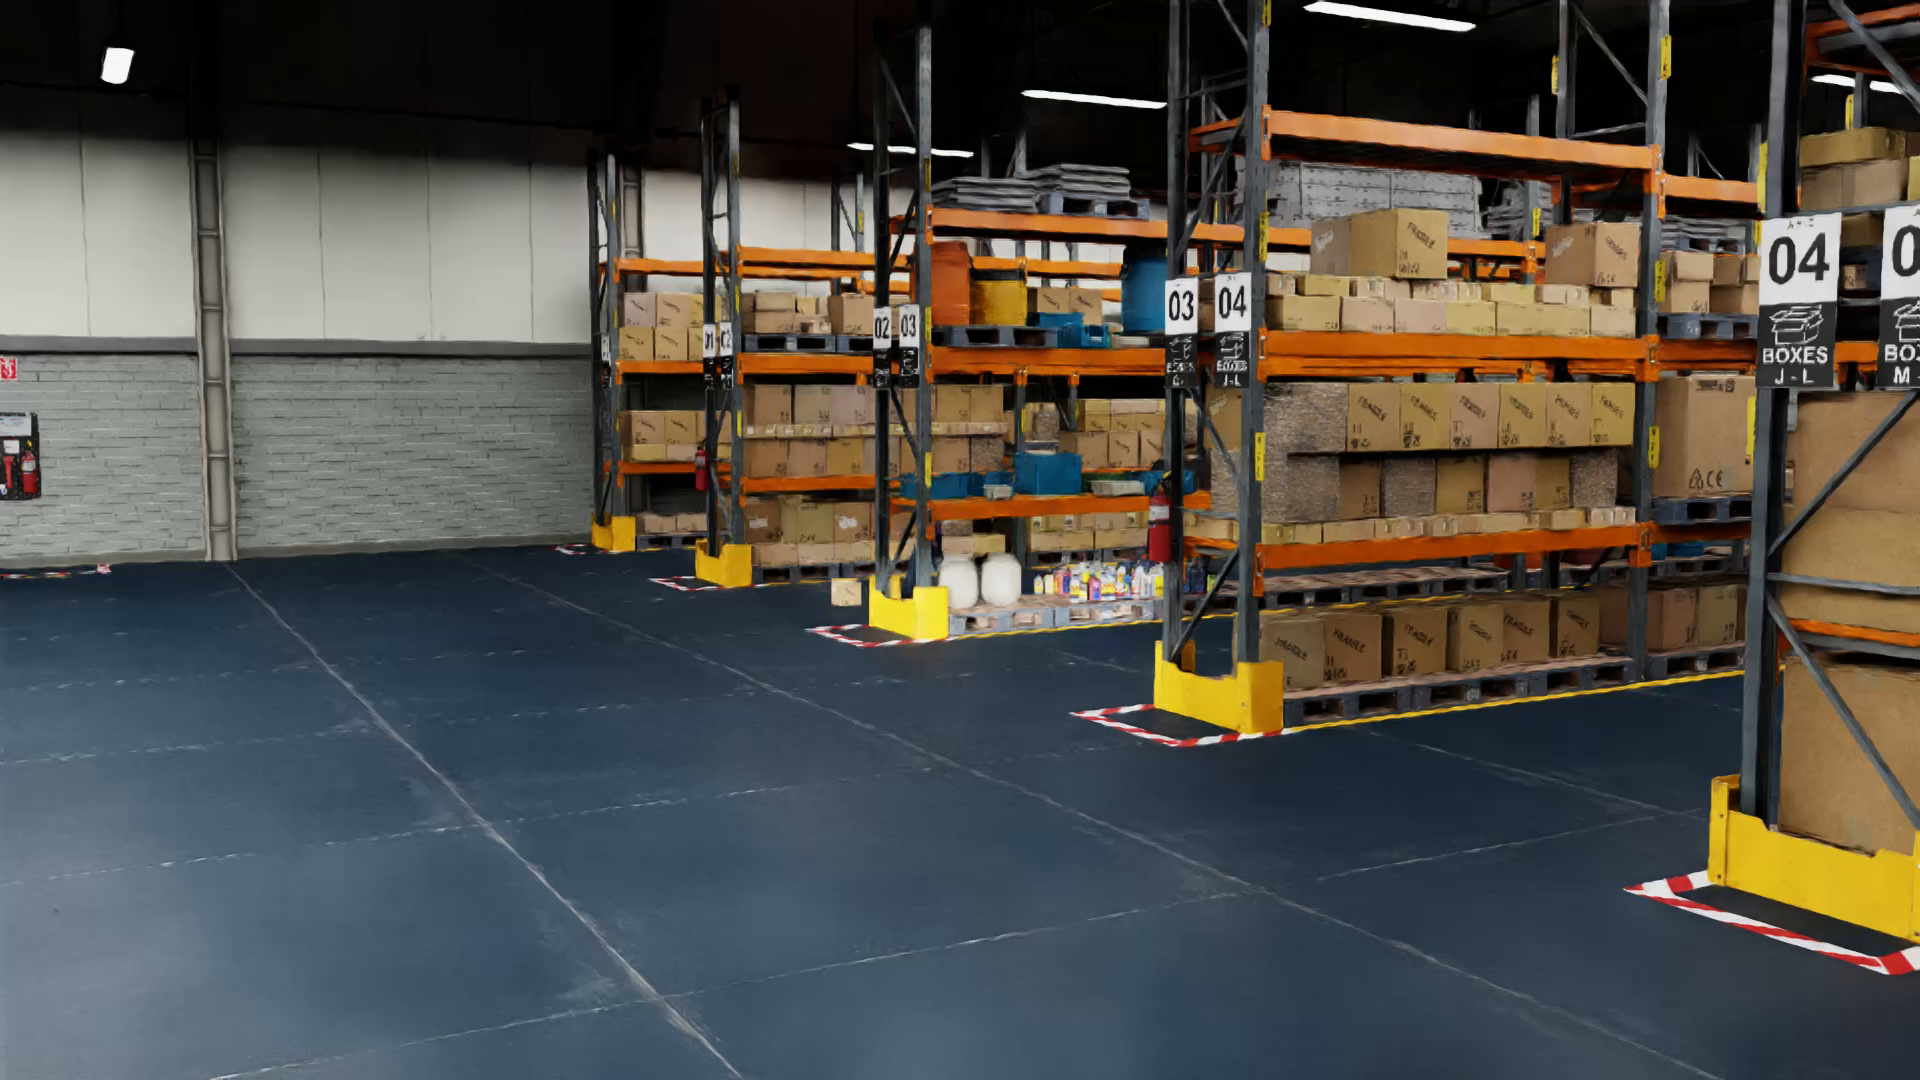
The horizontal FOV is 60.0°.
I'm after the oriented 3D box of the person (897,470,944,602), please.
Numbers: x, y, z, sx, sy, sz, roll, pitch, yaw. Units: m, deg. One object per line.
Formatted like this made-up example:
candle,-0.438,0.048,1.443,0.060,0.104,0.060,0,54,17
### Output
person,-0.415,-0.056,18.266,0.832,1.548,0.458,1,5,7
